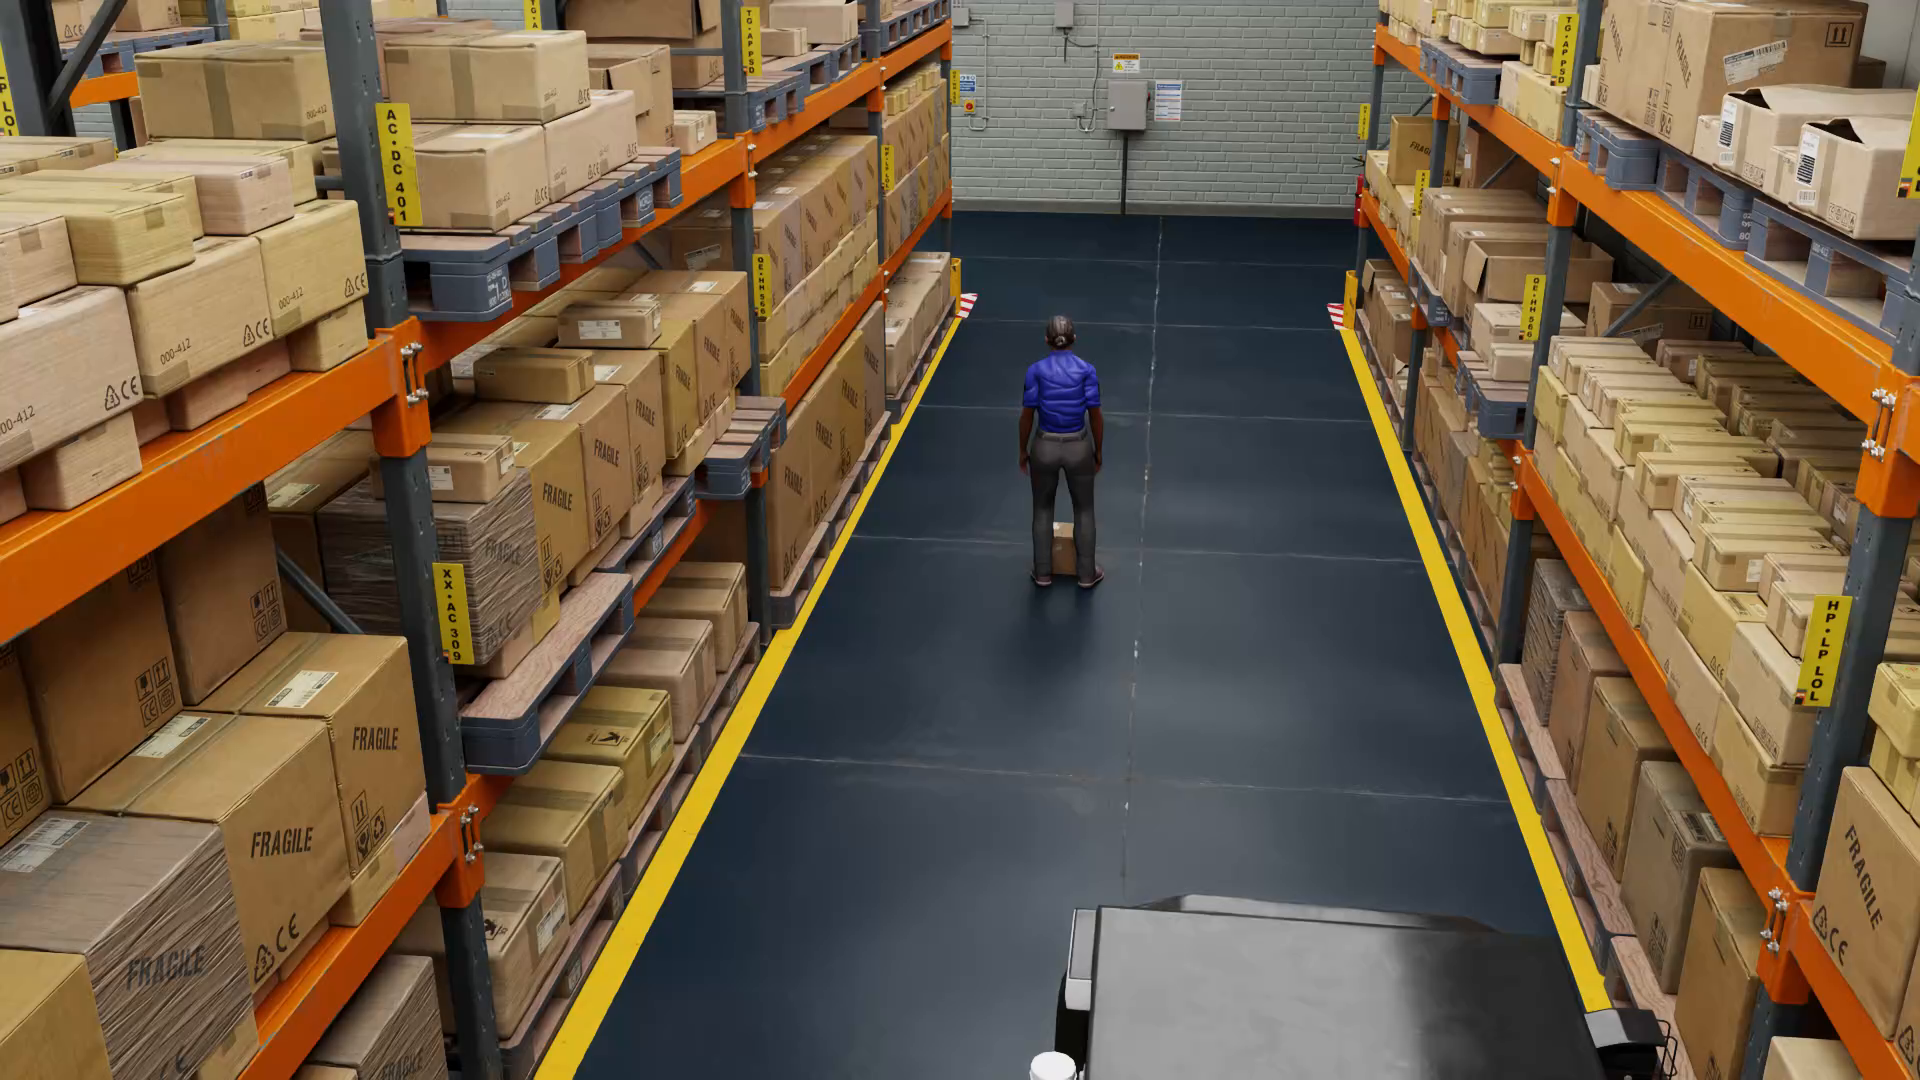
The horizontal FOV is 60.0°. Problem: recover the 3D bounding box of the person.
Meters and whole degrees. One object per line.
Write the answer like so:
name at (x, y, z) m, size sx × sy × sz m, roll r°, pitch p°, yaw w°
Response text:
person at (0.616, -0.510, 9.918) m, size 0.532 × 1.640 × 0.349 m, roll 1°, pitch 21°, yaw 3°
